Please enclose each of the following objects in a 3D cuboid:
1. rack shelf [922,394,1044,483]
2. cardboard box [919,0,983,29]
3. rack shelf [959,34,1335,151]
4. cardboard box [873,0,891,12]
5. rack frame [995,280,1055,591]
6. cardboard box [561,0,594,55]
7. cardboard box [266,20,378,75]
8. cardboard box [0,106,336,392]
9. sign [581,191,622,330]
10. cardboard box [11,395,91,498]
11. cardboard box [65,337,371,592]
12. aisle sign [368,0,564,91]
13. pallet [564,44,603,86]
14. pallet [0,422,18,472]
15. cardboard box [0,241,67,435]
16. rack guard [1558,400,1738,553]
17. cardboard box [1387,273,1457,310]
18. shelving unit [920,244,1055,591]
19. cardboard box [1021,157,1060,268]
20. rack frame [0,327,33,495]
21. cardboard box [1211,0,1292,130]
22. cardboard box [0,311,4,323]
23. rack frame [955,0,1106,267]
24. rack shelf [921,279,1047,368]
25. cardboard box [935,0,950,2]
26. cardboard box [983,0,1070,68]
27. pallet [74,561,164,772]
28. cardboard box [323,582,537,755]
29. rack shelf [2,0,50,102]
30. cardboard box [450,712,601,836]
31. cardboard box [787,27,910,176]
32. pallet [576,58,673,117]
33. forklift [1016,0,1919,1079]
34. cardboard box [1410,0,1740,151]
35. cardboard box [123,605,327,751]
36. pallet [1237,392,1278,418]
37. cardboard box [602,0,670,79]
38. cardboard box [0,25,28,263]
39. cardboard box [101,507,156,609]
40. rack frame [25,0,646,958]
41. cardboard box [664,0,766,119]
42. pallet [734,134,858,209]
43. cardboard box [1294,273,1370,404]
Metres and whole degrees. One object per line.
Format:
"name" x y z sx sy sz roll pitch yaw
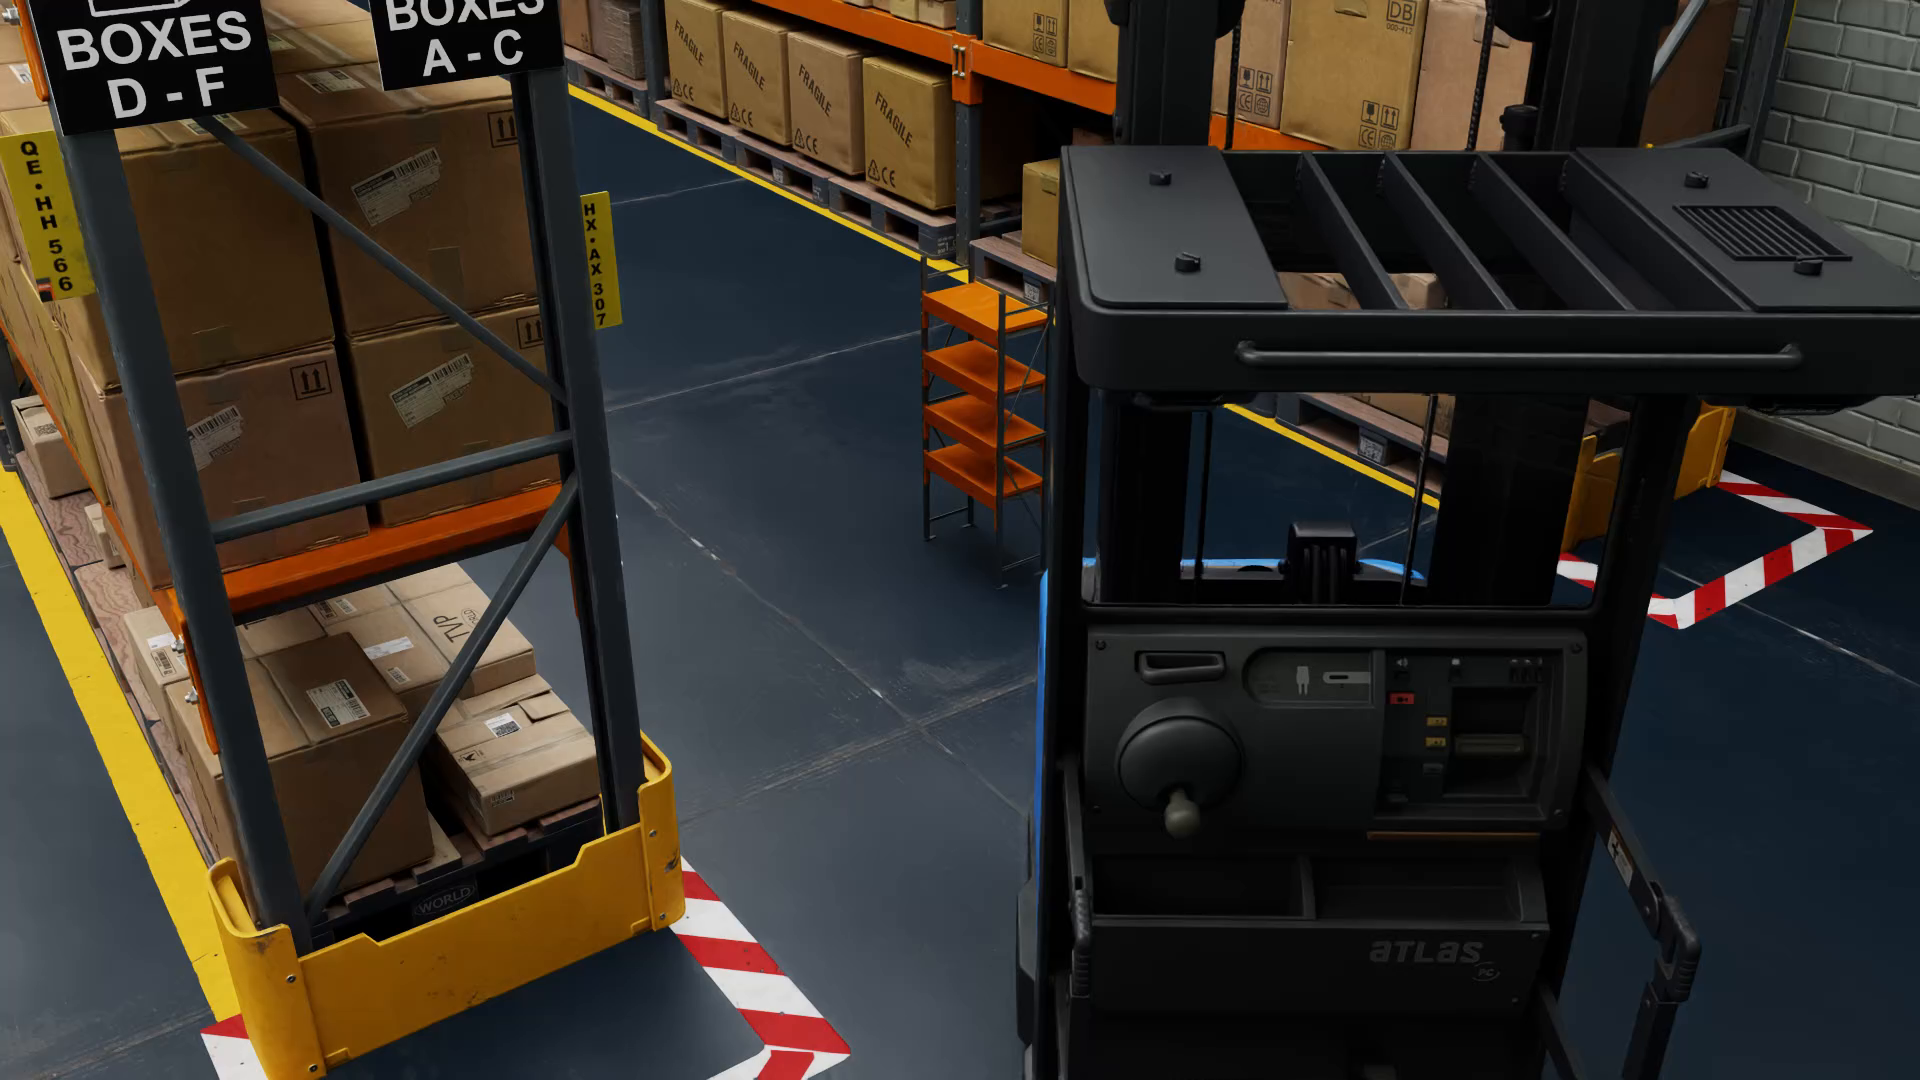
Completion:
"rack shelf" 0.096 -0.404 6.377 0.258 0.148 0.480 -19 34 -31
"cardboard box" -0.009 -2.999 9.371 0.380 0.149 0.250 -18 34 -30
"rack shelf" 1.578 -1.954 7.958 1.077 0.370 4.000 -19 34 -31
"cardboard box" -0.288 -3.203 9.748 0.380 0.149 0.250 -18 33 -29
"rack frame" 0.238 -0.368 6.170 0.240 1.200 0.015 -19 34 -31
"cardboard box" -2.878 -4.380 13.831 0.700 0.500 0.500 -19 34 -31
"cardboard box" -1.647 -1.049 4.387 0.500 0.500 0.500 -18 33 -30
"cardboard box" -1.777 -0.700 3.743 0.500 0.500 0.500 -19 34 -31
"sign" -0.853 -0.650 3.897 0.100 0.325 0.005 -19 34 -31
"cardboard box" -3.548 -0.463 6.816 0.500 0.311 0.500 -19 34 -31
"cardboard box" -1.777 -0.262 3.985 0.500 0.500 0.500 -18 33 -29
"aisle sign" -1.016 -1.317 3.307 0.394 0.787 0.004 -19 34 -31
"pallet" -3.058 -4.155 14.179 1.003 0.211 1.213 -19 34 -31
"pallet" -4.118 -0.755 7.919 1.003 0.211 1.213 -19 34 -31
"cardboard box" -2.366 -0.658 4.714 0.500 0.500 0.500 -18 34 -30
"rack guard" 2.752 -0.384 6.934 1.175 0.500 0.348 -19 34 -31
"cardboard box" 2.027 -1.107 7.145 0.380 0.149 0.250 -19 34 -31
"shelving unit" 0.096 -0.463 6.345 0.258 1.200 0.503 -19 34 -31
"cardboard box" 0.768 -1.814 9.127 0.700 0.500 0.500 -18 33 -30
"rack frame" -3.615 -1.674 6.690 1.000 3.000 0.127 -19 34 -31
"cardboard box" 1.568 -2.398 7.708 0.980 0.700 0.700 -21 35 -33
"cardboard box" -2.954 -1.051 5.438 0.500 0.500 0.500 -19 34 -31
"rack frame" 0.417 -3.047 9.218 1.000 3.000 0.127 -19 34 -31
"rack shelf" 0.096 -0.808 6.158 0.258 0.148 0.480 -19 34 -31
"cardboard box" -0.056 -3.340 9.320 0.500 0.500 0.500 -19 34 -31
"cardboard box" 0.719 -2.964 8.750 0.980 0.700 0.700 -18 33 -30
"pallet" -2.506 0.293 5.990 1.003 0.211 1.213 -19 34 -31
"cardboard box" -1.670 0.411 5.270 0.500 0.250 0.500 -19 34 -31
"rack shelf" -2.455 -1.899 4.714 1.077 0.370 4.000 -19 34 -31
"cardboard box" -1.258 0.682 4.877 0.380 0.149 0.250 -19 34 -31
"cardboard box" -0.583 -2.848 10.664 0.750 0.750 0.750 -18 33 -29
"pallet" -2.355 -3.681 13.307 1.003 0.211 1.213 -19 34 -31
"forklift" 0.701 0.404 2.935 1.130 2.935 3.031 0 29 1
"cardboard box" 2.434 -1.819 6.643 0.980 0.700 0.700 -17 33 -28
"cardboard box" -2.338 0.375 5.337 0.500 0.250 0.500 -19 34 -31
"pallet" 1.507 -1.030 8.425 1.003 0.211 1.213 -19 34 -31
"cardboard box" -2.363 -3.963 13.061 0.700 0.500 0.500 -18 33 -30
"cardboard box" -2.376 -1.096 4.473 0.500 0.500 0.500 -18 33 -29
"cardboard box" -2.522 -0.042 5.839 0.797 0.503 0.637 -19 34 -31
"rack frame" -1.295 -0.119 3.827 1.000 3.000 0.127 -19 34 -31
"cardboard box" -1.583 -3.520 11.901 0.750 0.750 0.750 -19 34 -31
"pallet" -0.803 -2.576 11.271 1.003 0.211 1.213 -19 34 -31
"cardboard box" 1.960 -1.017 7.659 0.700 0.500 0.500 -19 34 -31
